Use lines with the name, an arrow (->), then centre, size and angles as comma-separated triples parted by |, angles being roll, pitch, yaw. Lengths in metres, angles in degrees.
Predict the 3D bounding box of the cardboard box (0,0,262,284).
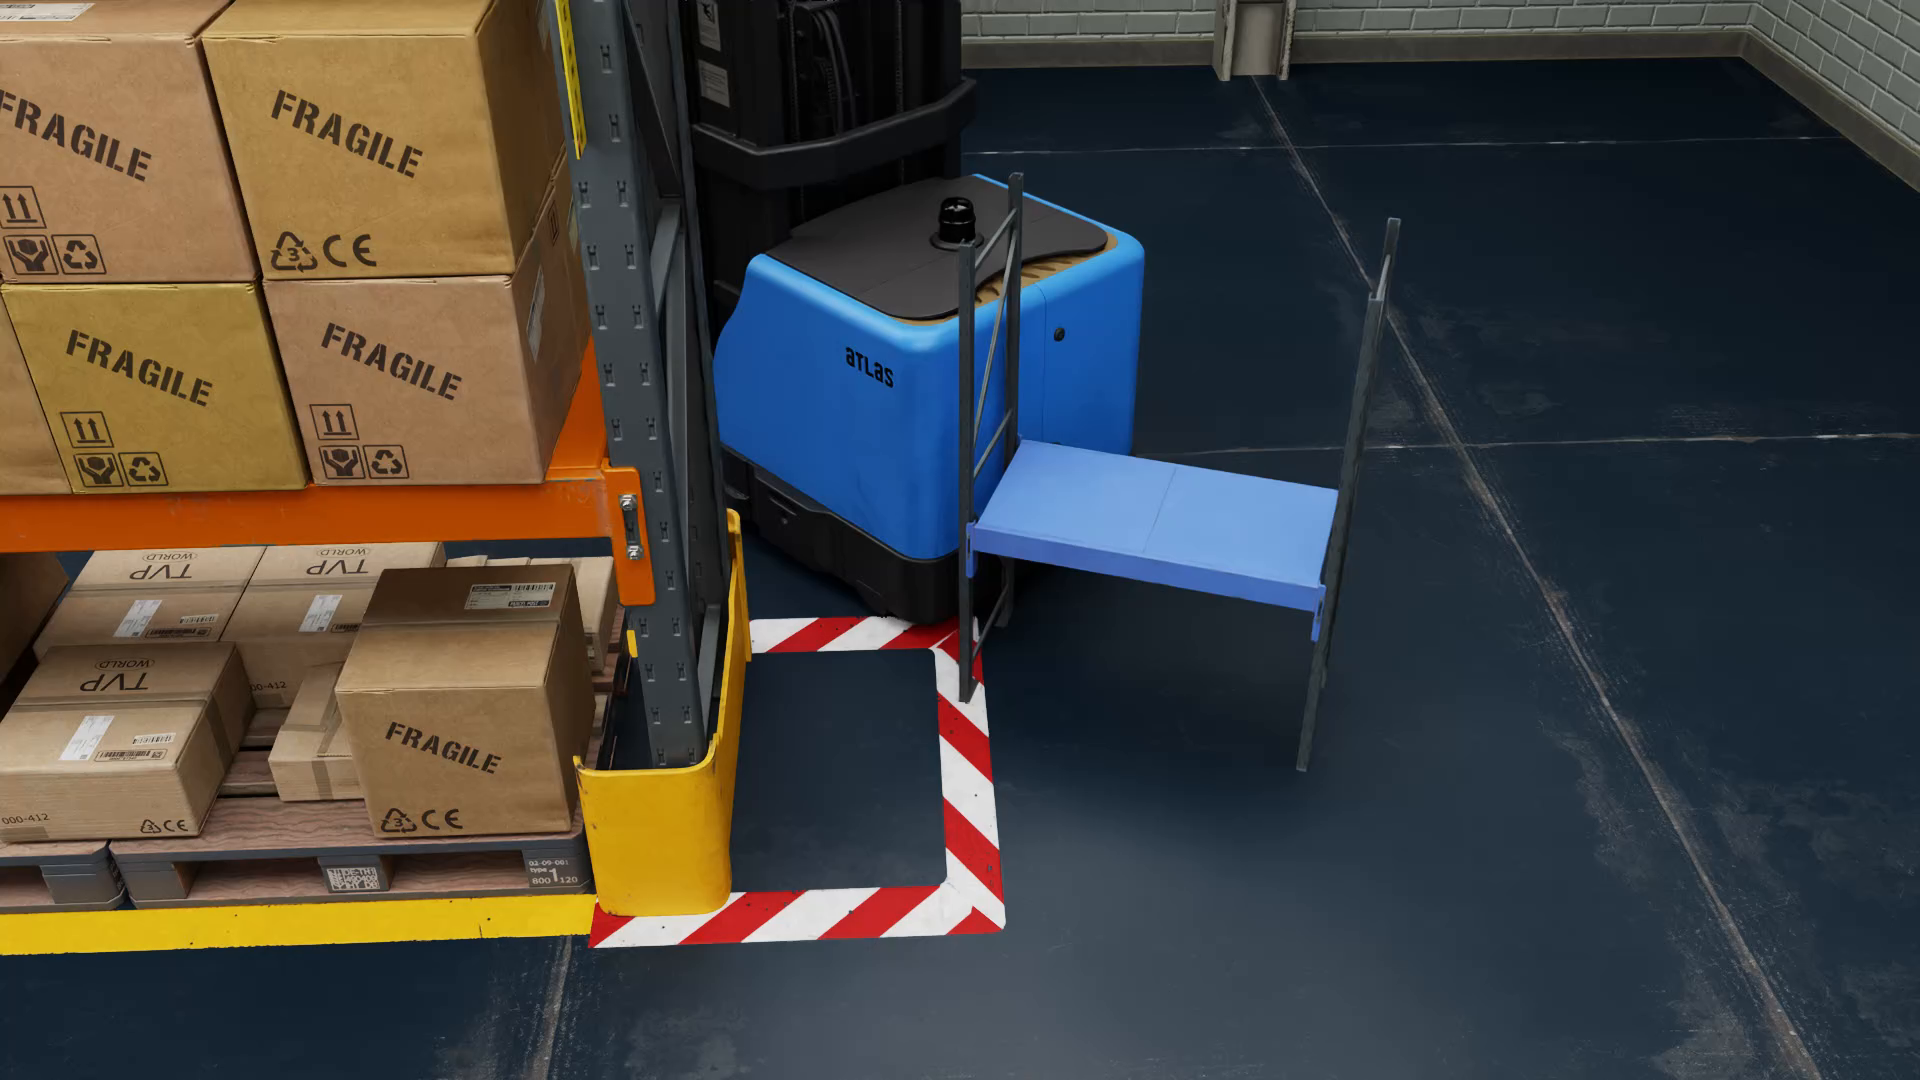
cardboard box -> -1.665, -0.859, 3.388 | 0.500, 0.500, 0.500 | -1, 35, -1

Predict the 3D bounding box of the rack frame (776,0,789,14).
rack frame -> -0.967, -3.405, 8.034 | 0.127, 3.000, 1.000 | -2, 35, -2

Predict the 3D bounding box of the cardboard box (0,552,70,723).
cardboard box -> -2.848, 0.311, 4.472 | 0.637, 0.503, 0.797 | -2, 35, -2

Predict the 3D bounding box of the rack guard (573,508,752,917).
rack guard -> -0.805, 0.441, 4.673 | 0.348, 0.500, 1.175 | -2, 35, -2

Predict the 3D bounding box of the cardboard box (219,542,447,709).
cardboard box -> -1.785, 0.228, 4.815 | 0.500, 0.250, 0.500 | -2, 35, -2

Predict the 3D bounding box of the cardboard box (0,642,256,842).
cardboard box -> -2.211, 0.524, 4.386 | 0.500, 0.250, 0.500 | -2, 35, -2

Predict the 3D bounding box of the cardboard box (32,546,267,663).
cardboard box -> -2.284, 0.241, 4.795 | 0.500, 0.250, 0.500 | -2, 35, -2

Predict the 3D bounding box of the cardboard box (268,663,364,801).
cardboard box -> -1.669, 0.510, 4.481 | 0.250, 0.166, 0.380 | -2, 35, -2

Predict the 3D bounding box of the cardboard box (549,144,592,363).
cardboard box -> -1.185, -0.768, 4.136 | 0.500, 0.500, 0.500 | -1, 35, -1

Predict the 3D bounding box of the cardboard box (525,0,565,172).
cardboard box -> -1.185, -1.179, 3.851 | 0.500, 0.500, 0.500 | -1, 35, -1

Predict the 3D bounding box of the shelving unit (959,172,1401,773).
shelving unit -> 0.571, -0.172, 4.680 | 1.048, 1.500, 0.538 | 10, 36, 14

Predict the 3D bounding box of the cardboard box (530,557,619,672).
cardboard box -> -1.163, 0.219, 4.917 | 0.250, 0.149, 0.380 | -2, 35, -2

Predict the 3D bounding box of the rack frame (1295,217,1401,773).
rack frame -> 1.056, -0.085, 4.554 | 0.032, 1.500, 0.500 | 10, 36, 14

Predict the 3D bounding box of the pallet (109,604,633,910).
pallet -> -1.601, 0.582, 4.724 | 1.213, 0.211, 1.003 | -2, 35, -2

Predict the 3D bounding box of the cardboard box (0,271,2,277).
cardboard box -> -2.183, -0.842, 3.364 | 0.500, 0.500, 0.500 | -1, 35, -1

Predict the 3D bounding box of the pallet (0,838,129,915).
pallet -> -2.817, 0.613, 4.679 | 1.213, 0.211, 1.003 | -2, 35, -2

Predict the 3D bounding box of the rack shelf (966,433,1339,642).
rack shelf -> 0.571, -0.024, 4.782 | 1.000, 0.185, 0.538 | 10, 36, 14

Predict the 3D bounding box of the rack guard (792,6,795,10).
rack guard -> -0.943, -2.377, 8.746 | 0.348, 0.500, 1.175 | -2, 35, -2

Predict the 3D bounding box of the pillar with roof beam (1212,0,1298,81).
pillar with roof beam -> 1.893, -3.989, 3.606 | 0.400, 9.000, 9.100 | -2, 35, -2

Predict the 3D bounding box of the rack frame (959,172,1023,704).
rack frame -> 0.086, -0.258, 4.805 | 0.032, 1.500, 0.500 | 10, 36, 14

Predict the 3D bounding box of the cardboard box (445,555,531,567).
cardboard box -> -1.413, 0.218, 4.902 | 0.250, 0.166, 0.380 | -2, 35, -2

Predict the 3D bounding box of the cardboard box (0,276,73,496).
cardboard box -> -2.180, -0.437, 3.657 | 0.500, 0.500, 0.500 | -1, 35, -2

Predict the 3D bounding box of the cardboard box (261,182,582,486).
cardboard box -> -1.163, -0.463, 3.695 | 0.500, 0.500, 0.500 | -1, 35, -1

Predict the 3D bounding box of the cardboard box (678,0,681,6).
cardboard box -> -1.546, -2.857, 8.501 | 0.250, 0.149, 0.380 | -1, 35, -2

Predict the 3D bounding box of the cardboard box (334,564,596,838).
cardboard box -> -1.260, 0.413, 4.328 | 0.500, 0.500, 0.500 | -2, 35, -2

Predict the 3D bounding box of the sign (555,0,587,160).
sign -> -0.723, -0.879, 3.089 | 0.005, 0.325, 0.100 | -2, 35, -2

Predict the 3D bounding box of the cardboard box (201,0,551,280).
cardboard box -> -1.161, -0.873, 3.409 | 0.500, 0.500, 0.500 | -2, 35, -3

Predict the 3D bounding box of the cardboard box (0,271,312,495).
cardboard box -> -1.681, -0.447, 3.672 | 0.500, 0.500, 0.500 | -1, 35, -2

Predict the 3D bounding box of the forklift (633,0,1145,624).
forklift -> -0.778, -1.685, 5.609 | 1.130, 2.935, 3.031 | -28, 44, -35

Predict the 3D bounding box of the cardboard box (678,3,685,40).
cardboard box -> -1.662, -2.474, 8.516 | 0.500, 0.500, 0.700 | -2, 35, -2

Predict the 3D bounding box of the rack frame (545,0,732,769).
rack frame -> -0.729, -0.589, 3.965 | 0.127, 3.000, 1.000 | -2, 35, -2

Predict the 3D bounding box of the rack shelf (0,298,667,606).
rack shelf -> -2.727, -0.239, 4.092 | 4.000, 0.370, 1.077 | -2, 35, -2
